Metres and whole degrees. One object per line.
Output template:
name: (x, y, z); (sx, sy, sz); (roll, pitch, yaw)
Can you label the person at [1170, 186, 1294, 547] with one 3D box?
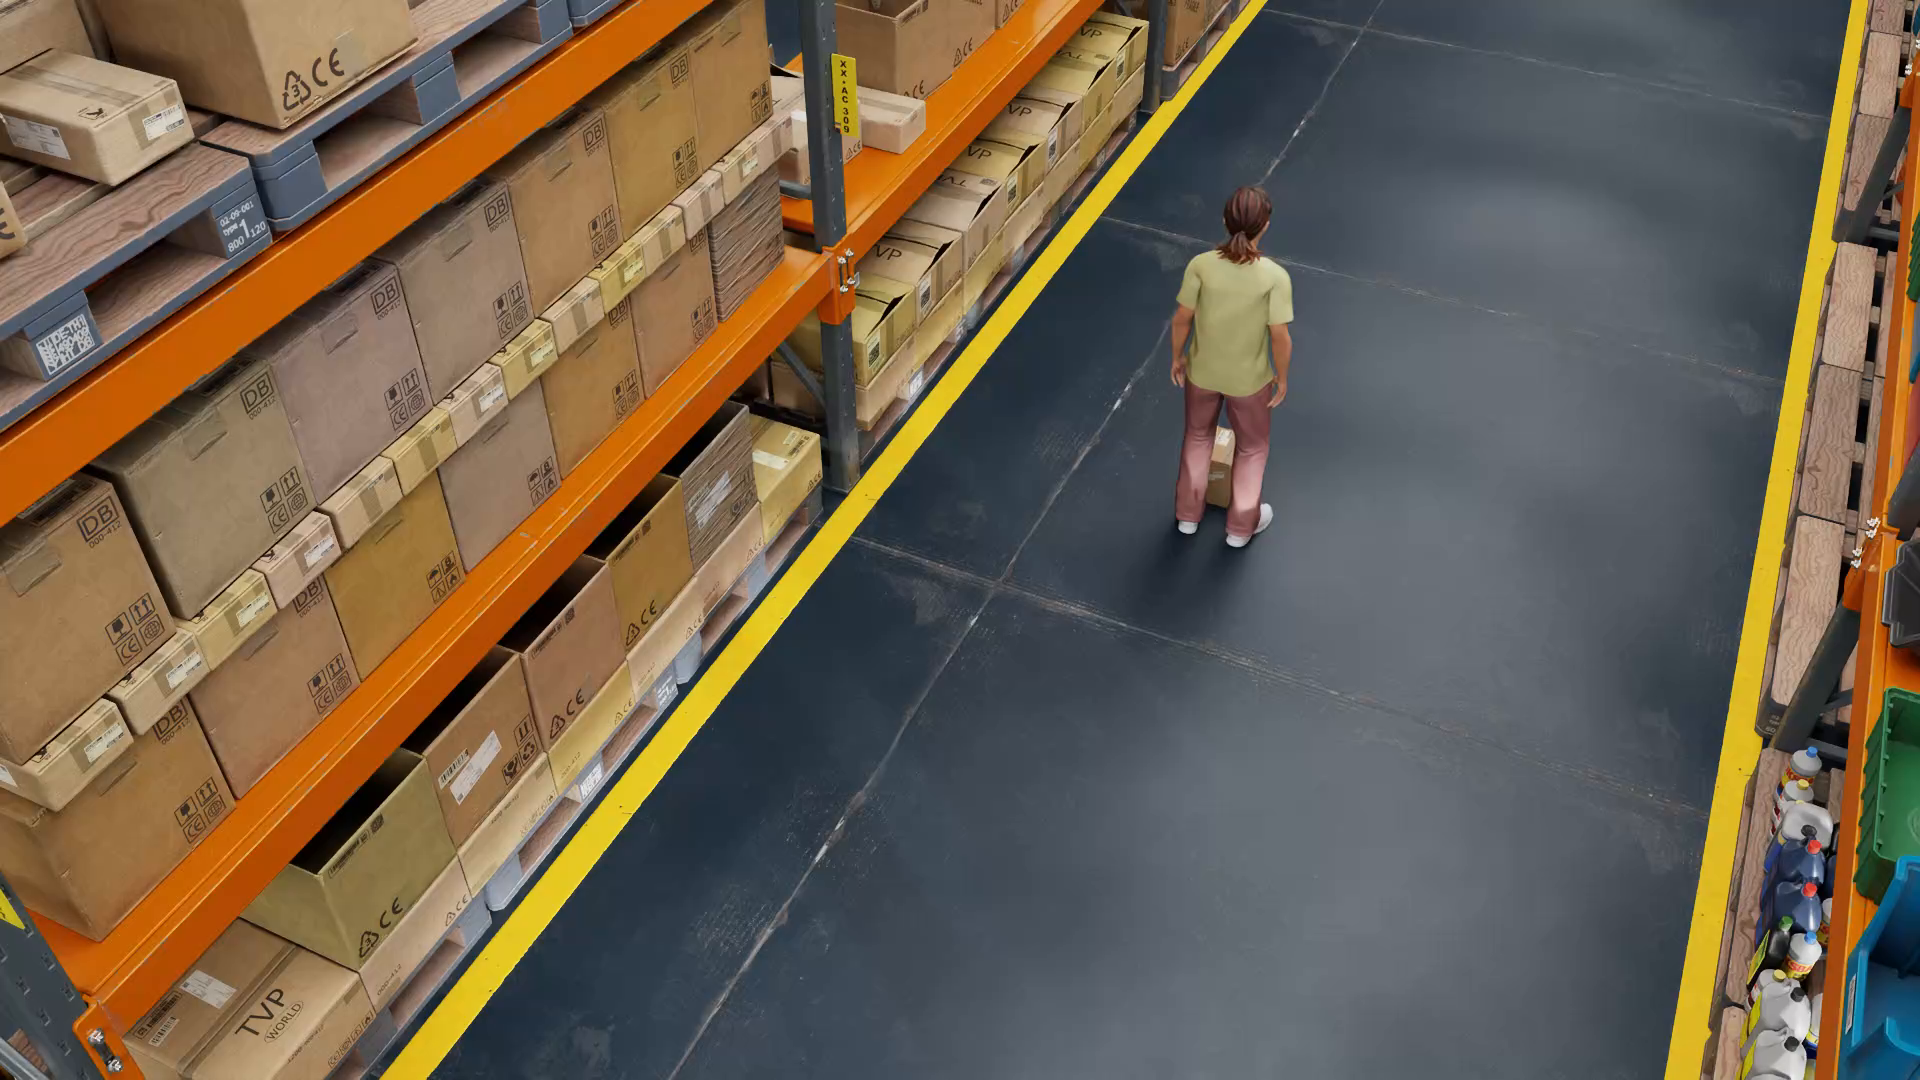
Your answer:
person: (1.127, -0.698, 6.933); (0.510, 1.671, 0.365); (15, 44, 16)
